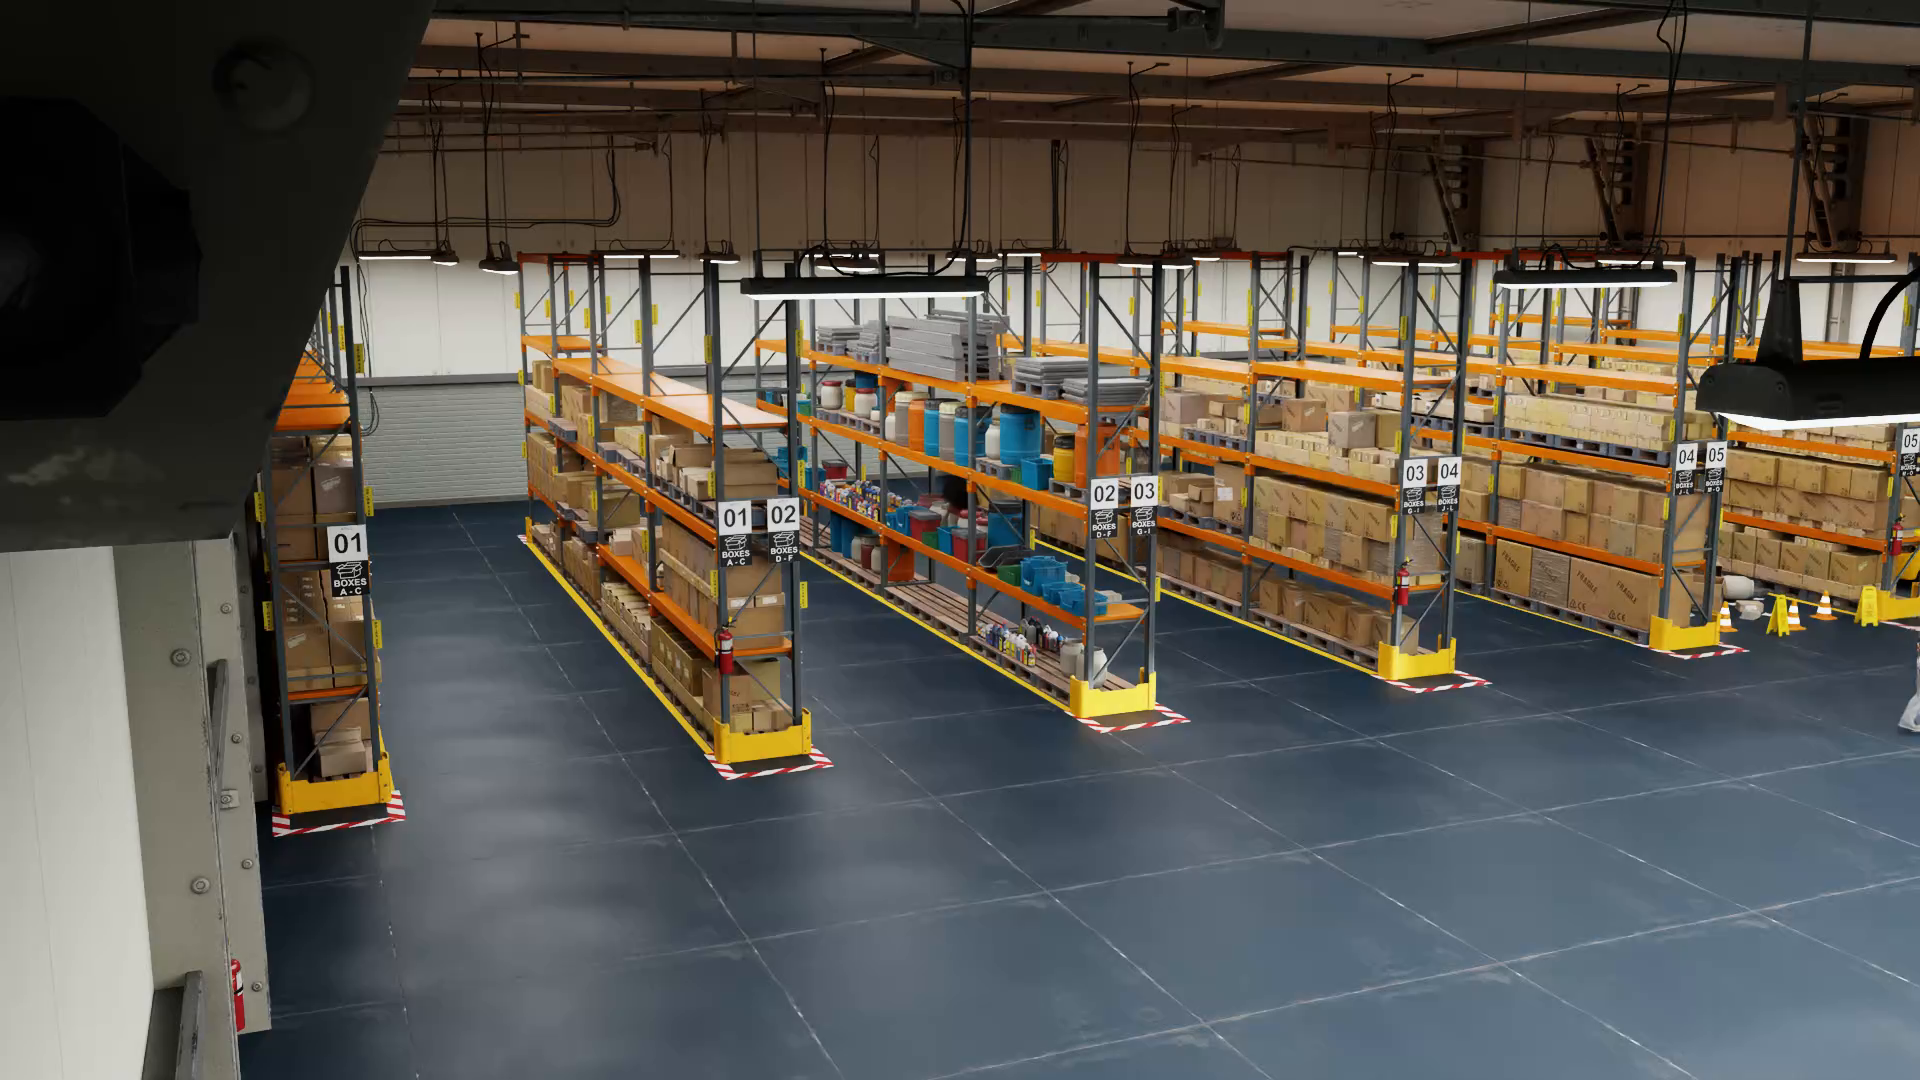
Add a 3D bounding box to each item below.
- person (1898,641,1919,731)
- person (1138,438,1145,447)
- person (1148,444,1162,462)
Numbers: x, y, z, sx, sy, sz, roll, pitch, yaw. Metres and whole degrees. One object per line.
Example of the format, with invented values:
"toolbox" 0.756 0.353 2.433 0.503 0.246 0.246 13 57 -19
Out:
"person" 12.478 1.672 21.301 0.693 1.728 0.548 3 11 17
"person" 4.090 -1.542 38.583 0.646 1.848 0.795 -4 11 -20
"person" 4.864 -2.064 41.798 0.838 1.607 0.782 1 10 7
